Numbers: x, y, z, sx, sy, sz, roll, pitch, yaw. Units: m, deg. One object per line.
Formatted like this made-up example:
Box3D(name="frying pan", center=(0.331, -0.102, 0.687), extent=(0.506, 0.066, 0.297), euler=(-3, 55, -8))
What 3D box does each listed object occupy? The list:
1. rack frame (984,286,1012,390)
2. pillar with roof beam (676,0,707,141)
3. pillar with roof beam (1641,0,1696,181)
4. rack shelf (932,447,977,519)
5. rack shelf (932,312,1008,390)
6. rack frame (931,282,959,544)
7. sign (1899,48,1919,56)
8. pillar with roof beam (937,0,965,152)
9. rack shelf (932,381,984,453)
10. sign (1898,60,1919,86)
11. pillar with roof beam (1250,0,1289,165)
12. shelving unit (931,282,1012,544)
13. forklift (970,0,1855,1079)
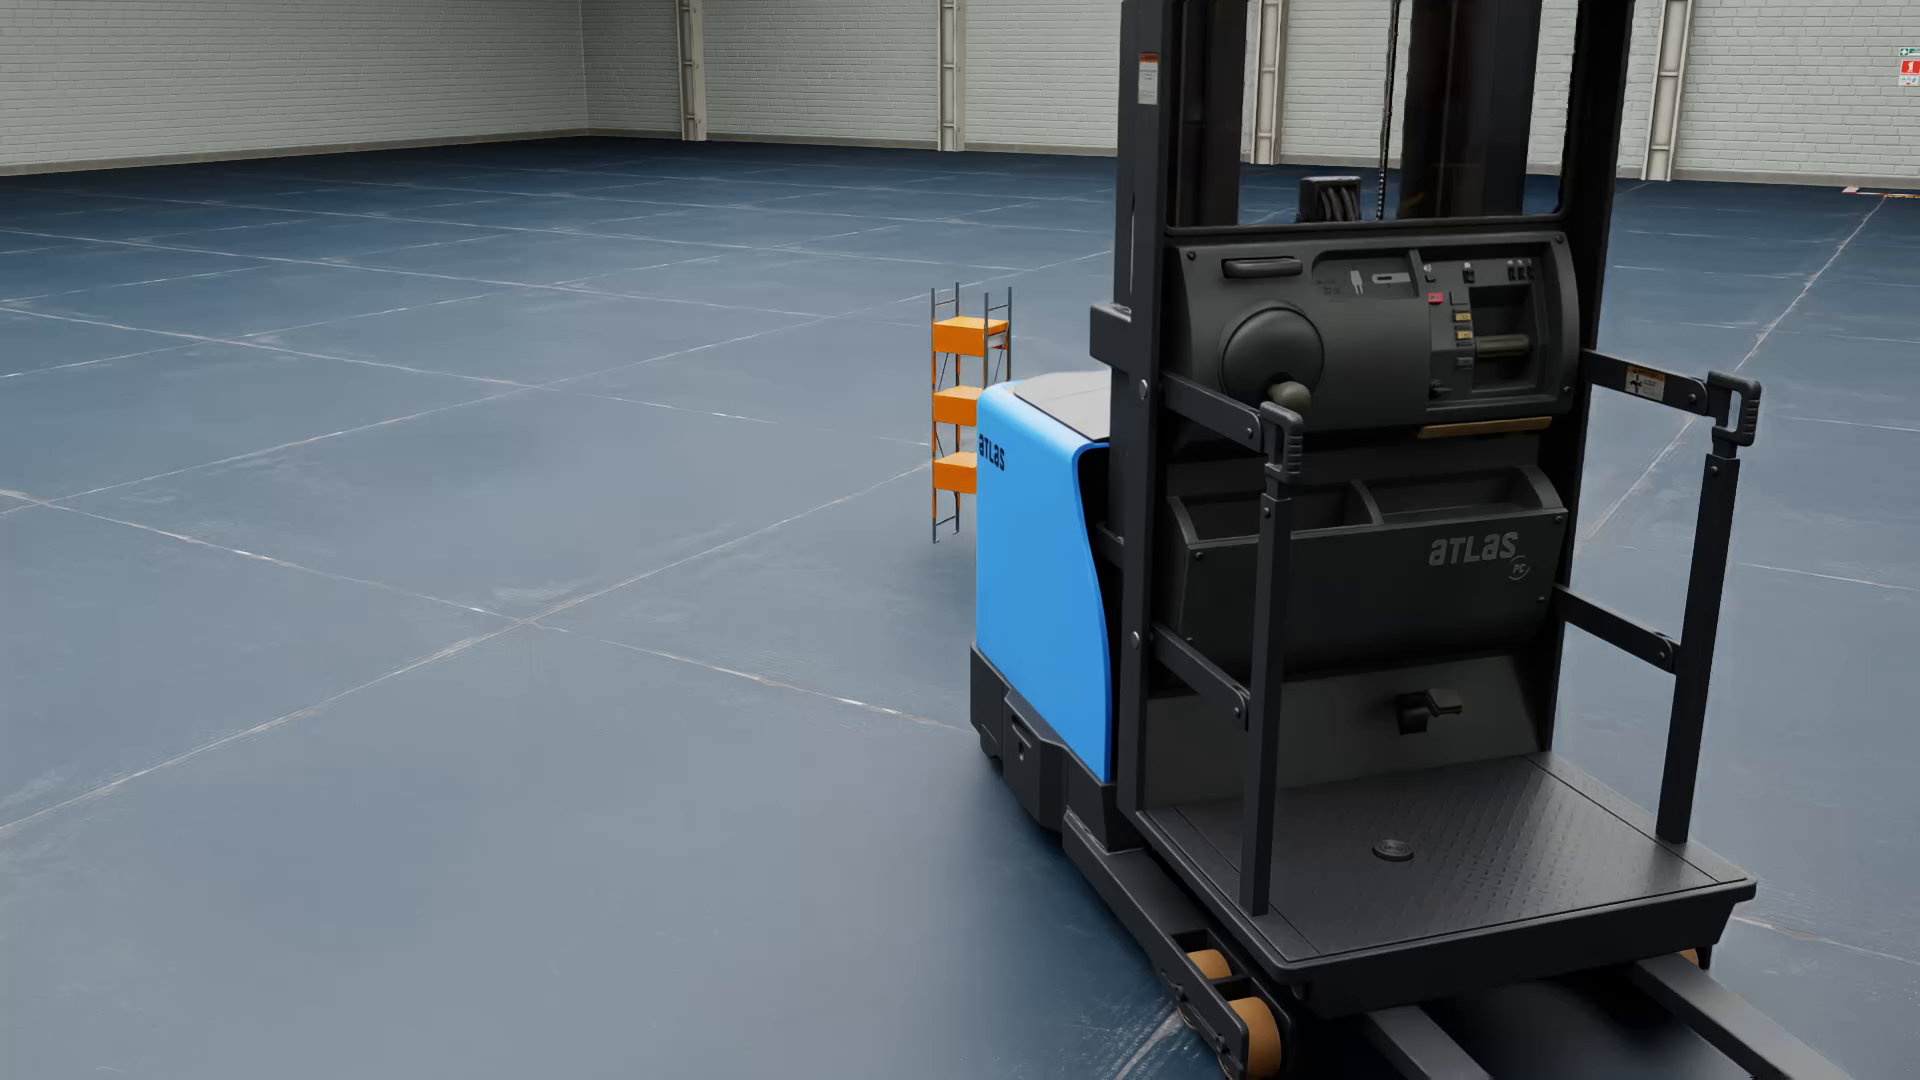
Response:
Box3D(name="rack frame", center=(0.150, -0.476, 6.641), extent=(0.008, 1.050, 0.200), euler=(10, 20, 30))
Box3D(name="pillar with roof beam", center=(-7.521, -11.180, 28.204), extent=(0.400, 9.000, 9.100), euler=(10, 20, 30))
Box3D(name="pillar with roof beam", center=(7.817, -8.442, 19.191), extent=(0.400, 9.000, 9.100), euler=(10, 20, 30))
Box3D(name="rack shelf", center=(0.046, -0.218, 6.786), extent=(0.240, 0.259, 0.215), euler=(10, 20, 30))
Box3D(name="rack shelf", center=(0.046, -0.756, 6.622), extent=(0.240, 0.259, 0.215), euler=(10, 20, 30))
Box3D(name="rack frame", center=(-0.058, -0.513, 6.763), extent=(0.008, 1.050, 0.200), euler=(10, 20, 30))
Box3D(name="sign", center=(12.679, -6.488, 22.106), extent=(0.331, 0.109, 0.001), euler=(10, 20, 30))
Box3D(name="pillar with roof beam", center=(-2.408, -10.268, 25.200), extent=(0.400, 9.000, 9.100), euler=(10, 20, 30))
Box3D(name="rack shelf", center=(0.046, -0.484, 6.705), extent=(0.240, 0.259, 0.215), euler=(10, 20, 30))
Box3D(name="sign", center=(12.680, -6.237, 22.193), extent=(0.234, 0.329, 0.001), euler=(10, 20, 30))
Box3D(name="pillar with roof beam", center=(2.704, -9.355, 22.195), extent=(0.400, 9.000, 9.100), euler=(10, 20, 30))
Box3D(name="shelving unit", center=(0.046, -0.494, 6.702), extent=(0.252, 1.050, 0.215), euler=(10, 20, 30))
Box3D(name="forklift", center=(0.964, -0.451, 3.322), extent=(1.130, 2.935, 3.031), euler=(-5, 18, -17))
